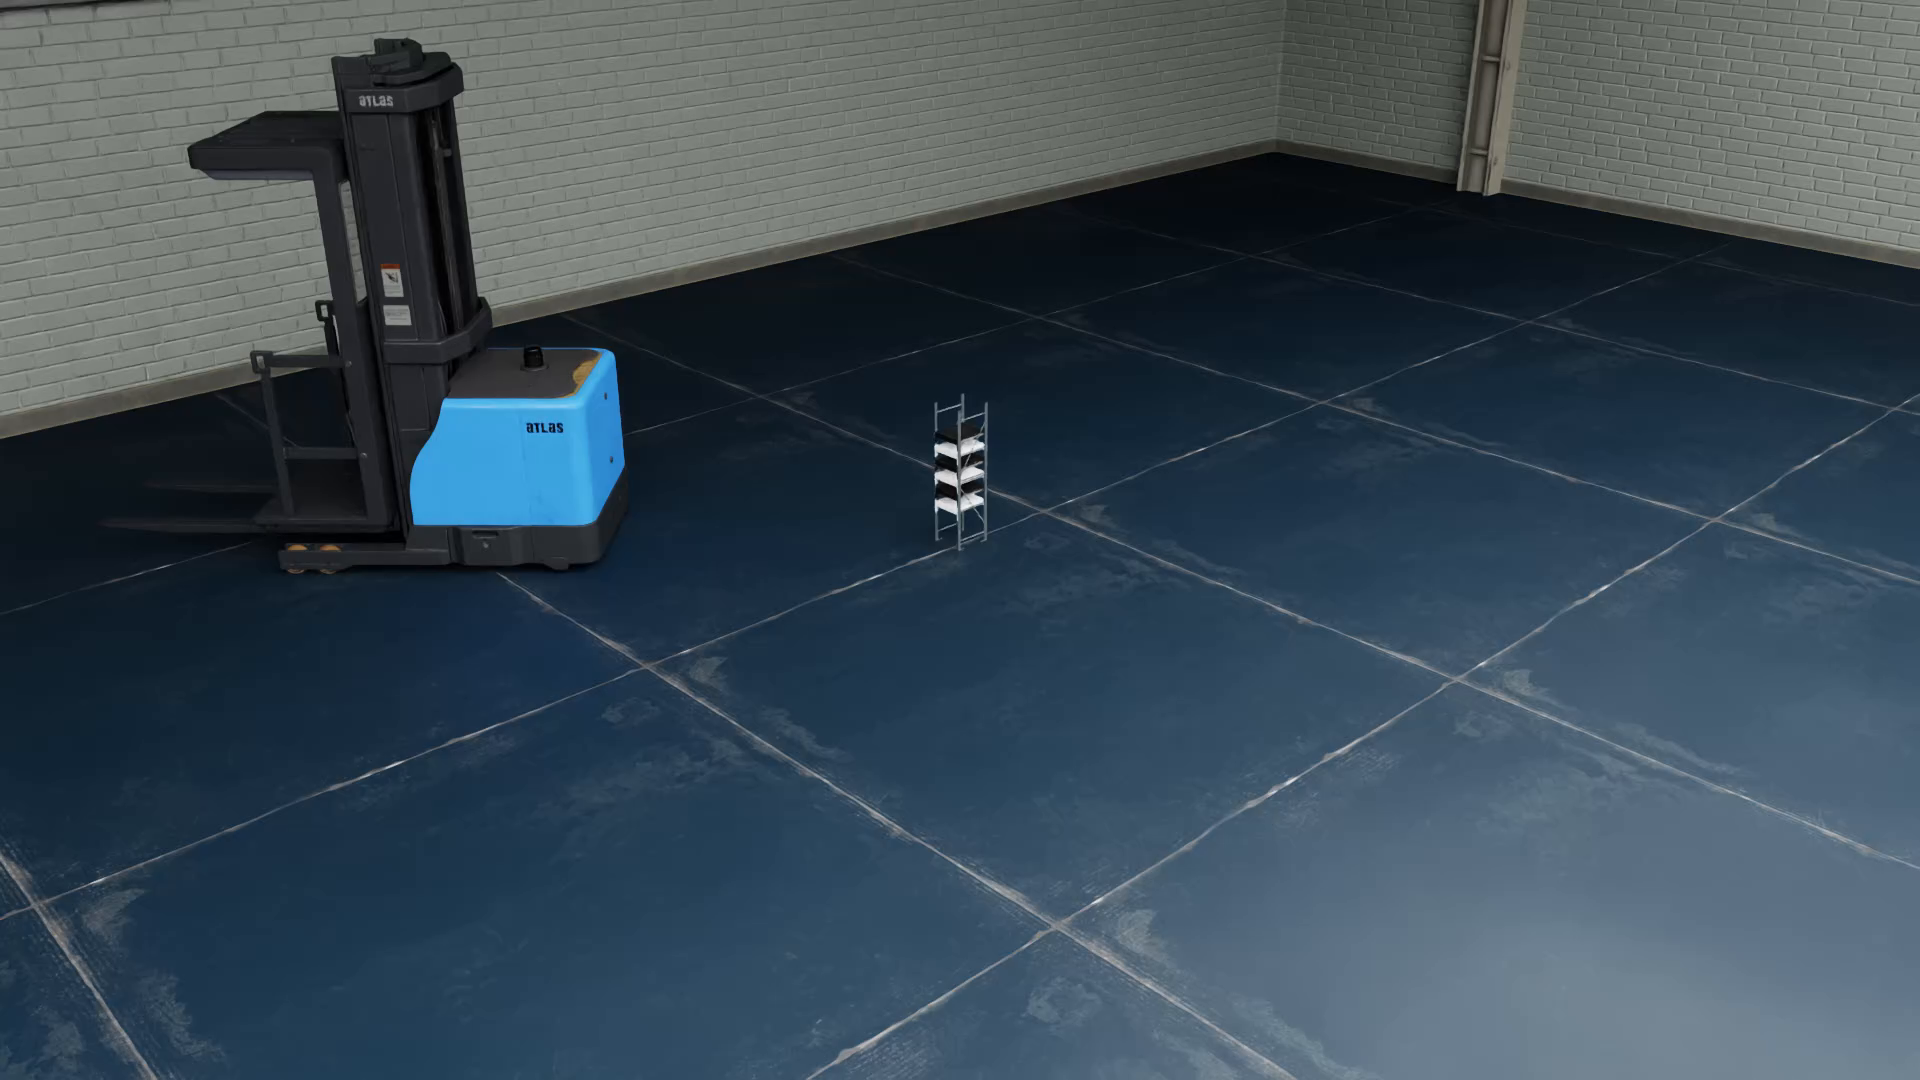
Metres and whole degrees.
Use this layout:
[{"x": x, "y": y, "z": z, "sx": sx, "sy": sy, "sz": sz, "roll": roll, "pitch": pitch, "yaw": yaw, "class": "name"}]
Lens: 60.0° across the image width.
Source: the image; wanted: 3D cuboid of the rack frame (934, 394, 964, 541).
[{"x": -0.064, "y": -0.438, "z": 10.125, "sx": 0.240, "sy": 0.900, "sz": 0.006, "roll": -21, "pitch": 32, "yaw": -38, "class": "rack frame"}]

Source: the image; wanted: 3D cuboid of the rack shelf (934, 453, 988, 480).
[{"x": 0.006, "y": -0.459, "z": 10.034, "sx": 0.258, "sy": 0.077, "sz": 0.200, "roll": -21, "pitch": 32, "yaw": -38, "class": "rack shelf"}]

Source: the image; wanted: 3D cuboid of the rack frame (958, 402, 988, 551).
[{"x": 0.075, "y": -0.376, "z": 9.990, "sx": 0.240, "sy": 0.900, "sz": 0.006, "roll": -21, "pitch": 32, "yaw": -38, "class": "rack frame"}]

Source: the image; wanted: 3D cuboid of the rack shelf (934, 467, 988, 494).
[{"x": 0.006, "y": -0.377, "z": 10.072, "sx": 0.258, "sy": 0.077, "sz": 0.200, "roll": -21, "pitch": 32, "yaw": -38, "class": "rack shelf"}]

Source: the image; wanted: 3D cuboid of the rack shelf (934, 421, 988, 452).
[{"x": 0.006, "y": -0.622, "z": 9.960, "sx": 0.258, "sy": 0.077, "sz": 0.200, "roll": -21, "pitch": 32, "yaw": -38, "class": "rack shelf"}]

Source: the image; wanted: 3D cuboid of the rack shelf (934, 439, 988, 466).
[{"x": 0.006, "y": -0.540, "z": 9.997, "sx": 0.258, "sy": 0.077, "sz": 0.200, "roll": -21, "pitch": 32, "yaw": -38, "class": "rack shelf"}]

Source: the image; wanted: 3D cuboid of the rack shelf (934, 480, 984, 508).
[{"x": 0.006, "y": -0.295, "z": 10.109, "sx": 0.258, "sy": 0.077, "sz": 0.200, "roll": -21, "pitch": 32, "yaw": -38, "class": "rack shelf"}]

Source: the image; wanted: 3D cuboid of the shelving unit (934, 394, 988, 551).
[{"x": 0.006, "y": -0.407, "z": 10.058, "sx": 0.258, "sy": 0.900, "sz": 0.210, "roll": -21, "pitch": 32, "yaw": -38, "class": "shelving unit"}]

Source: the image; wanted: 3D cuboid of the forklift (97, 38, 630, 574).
[{"x": -3.630, "y": -1.354, "z": 9.687, "sx": 3.031, "sy": 2.935, "sz": 1.130, "roll": 0, "pitch": 25, "yaw": 1, "class": "forklift"}]

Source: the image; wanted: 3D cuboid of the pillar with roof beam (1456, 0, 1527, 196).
[{"x": 2.772, "y": -6.852, "z": 14.427, "sx": 9.100, "sy": 9.000, "sz": 0.400, "roll": -21, "pitch": 32, "yaw": -38, "class": "pillar with roof beam"}]

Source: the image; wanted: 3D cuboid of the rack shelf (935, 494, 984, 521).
[{"x": 0.006, "y": -0.213, "z": 10.146, "sx": 0.258, "sy": 0.077, "sz": 0.200, "roll": -21, "pitch": 32, "yaw": -38, "class": "rack shelf"}]
